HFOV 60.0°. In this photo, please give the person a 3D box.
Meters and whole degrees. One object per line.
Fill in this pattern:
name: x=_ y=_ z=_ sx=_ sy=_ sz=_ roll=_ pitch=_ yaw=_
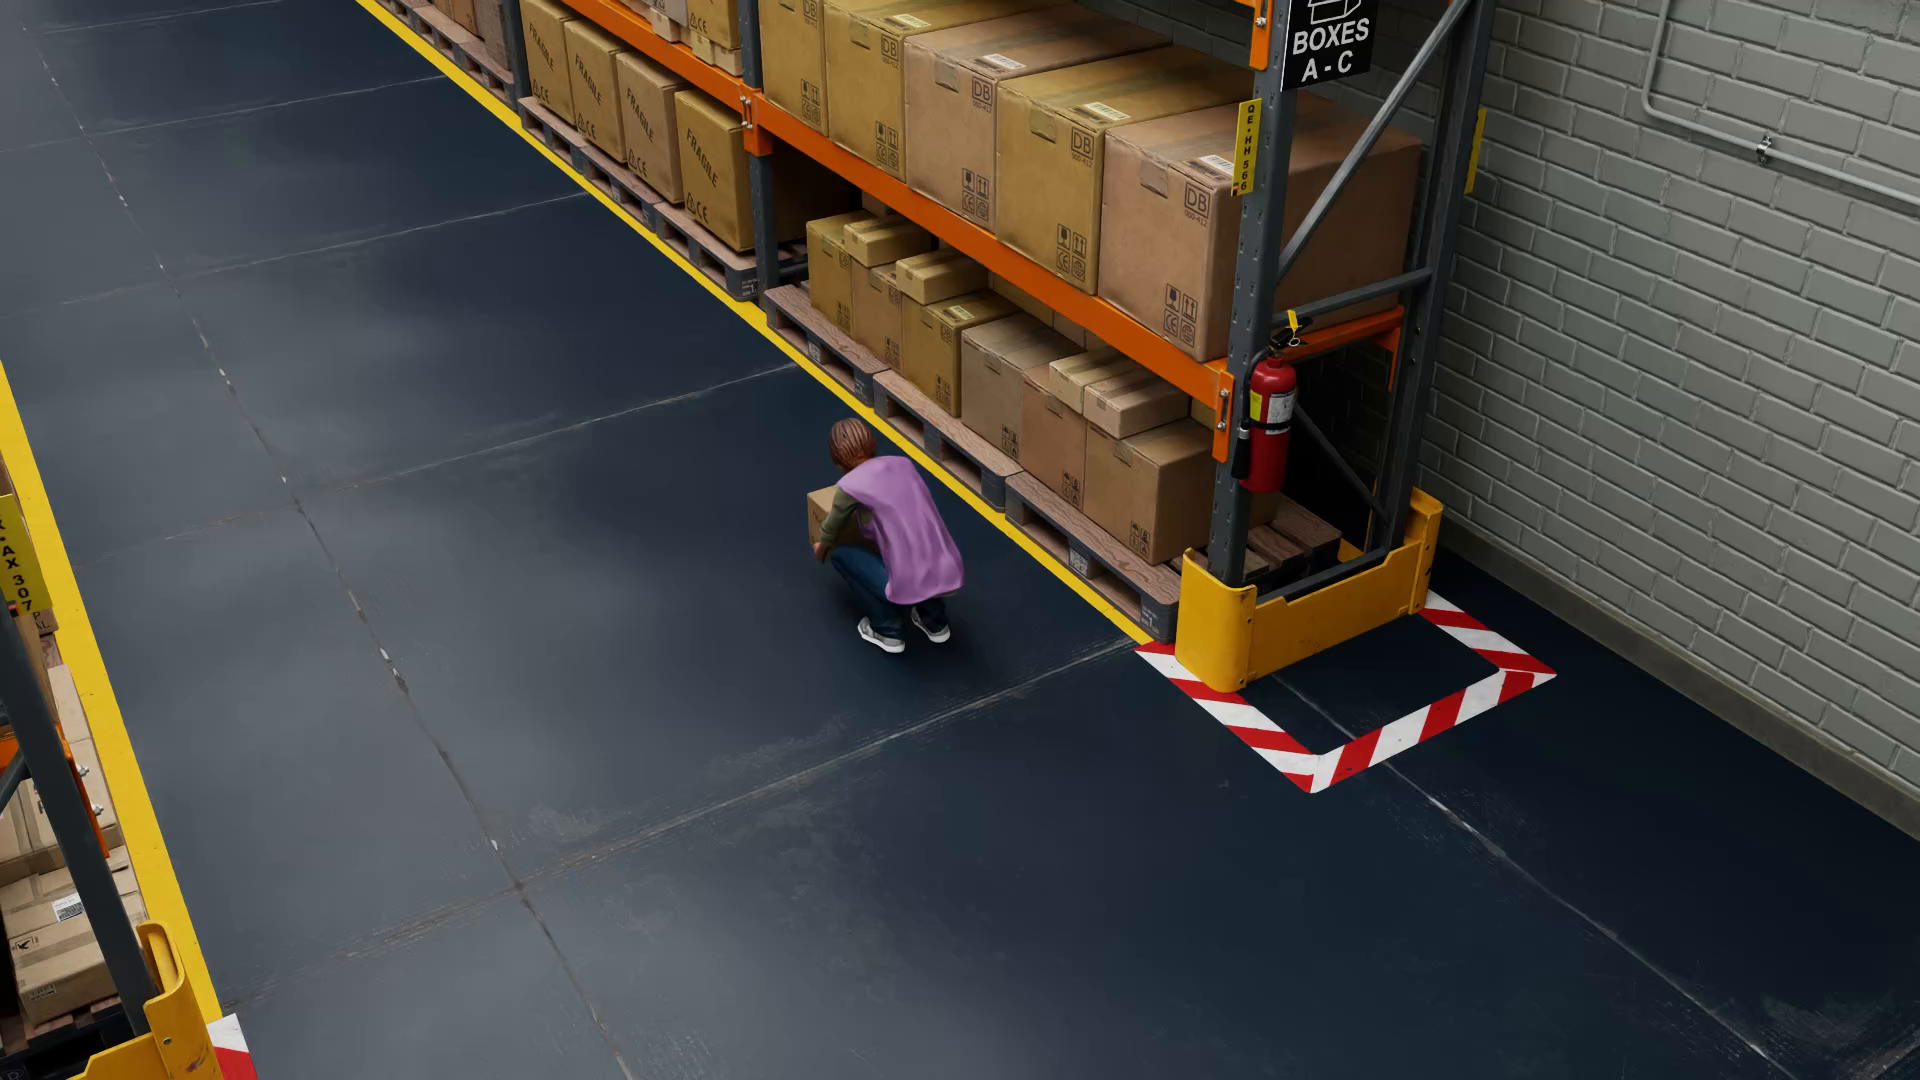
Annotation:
person: x=-0.288 y=-0.018 z=6.839 sx=0.434 sy=0.884 sz=0.801 roll=-20 pitch=38 yaw=-27
